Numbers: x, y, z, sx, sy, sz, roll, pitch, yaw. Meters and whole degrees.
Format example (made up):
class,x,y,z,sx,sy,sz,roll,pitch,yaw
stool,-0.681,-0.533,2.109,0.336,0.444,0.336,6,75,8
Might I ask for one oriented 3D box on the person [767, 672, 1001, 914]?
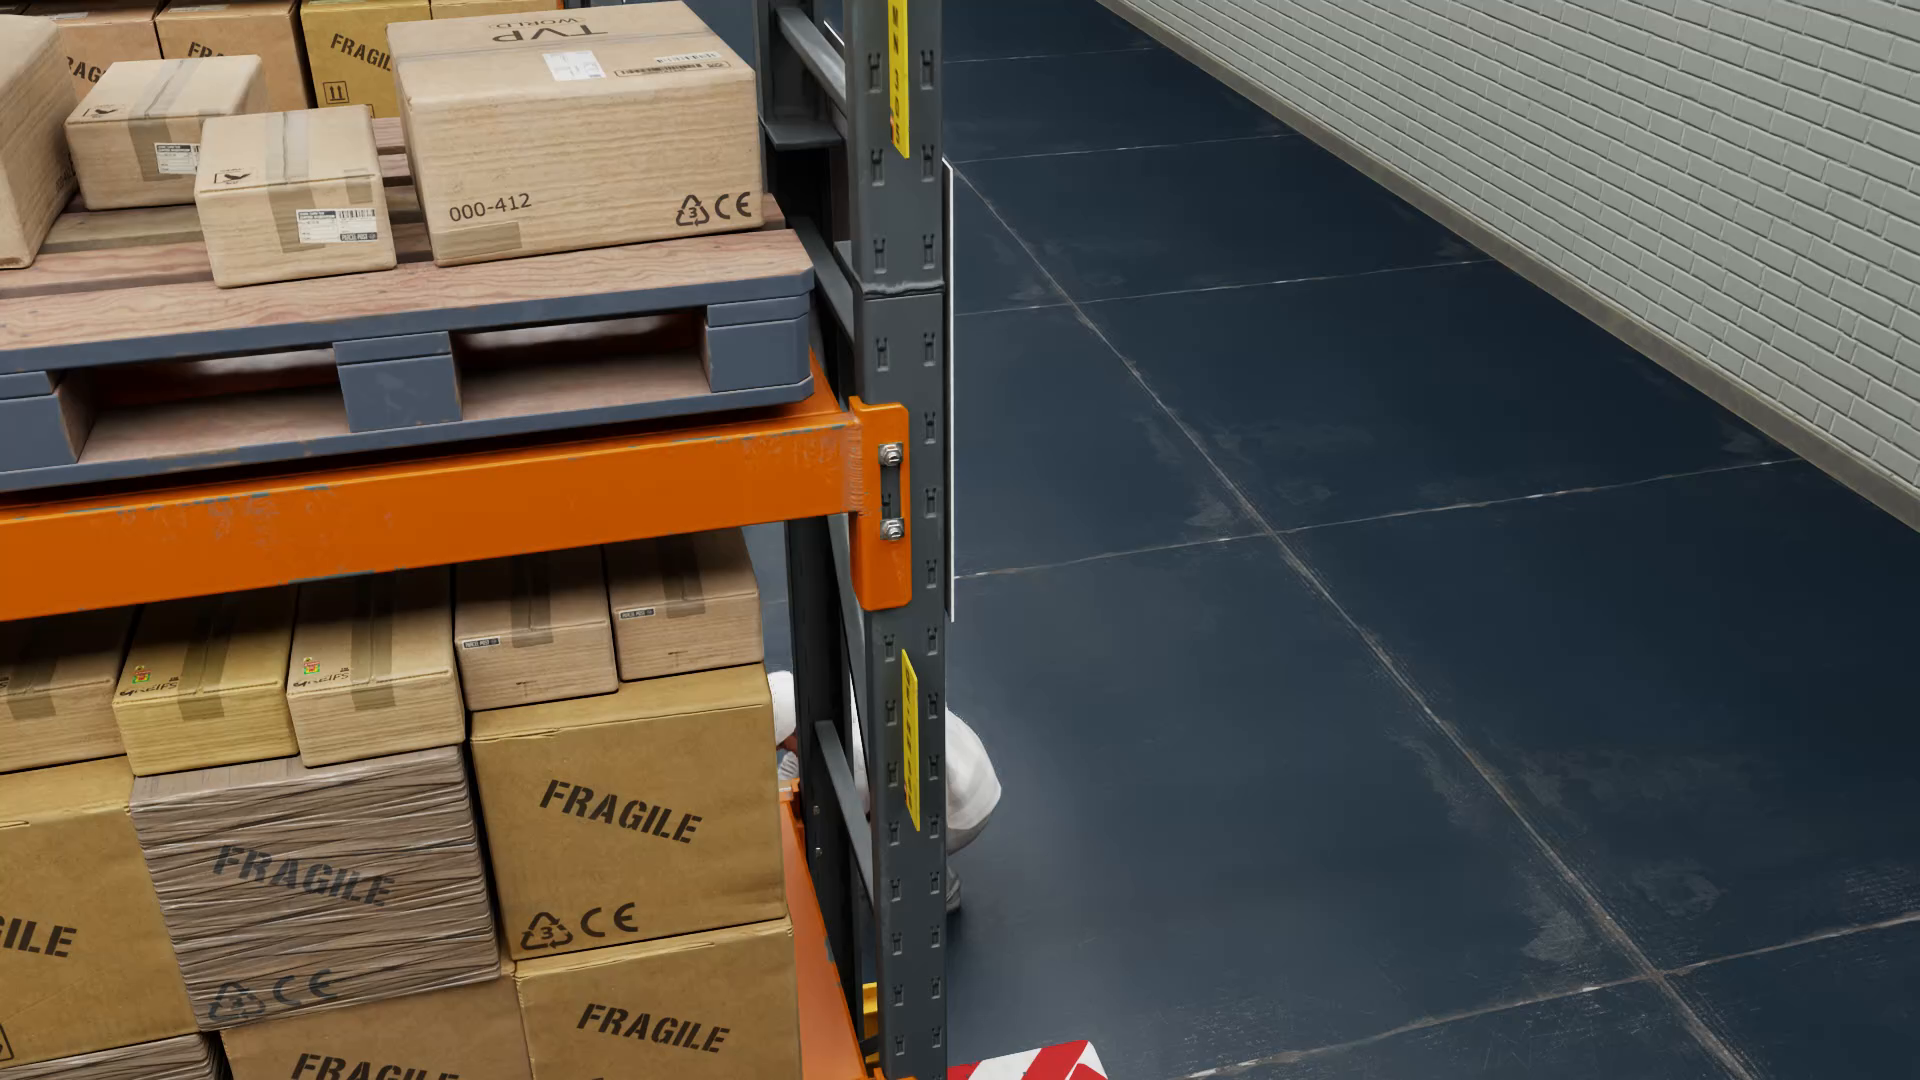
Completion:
class,x,y,z,sx,sy,sz,roll,pitch,yaw
person,-0.305,0.797,5.501,0.871,1.007,0.535,-8,31,-13
